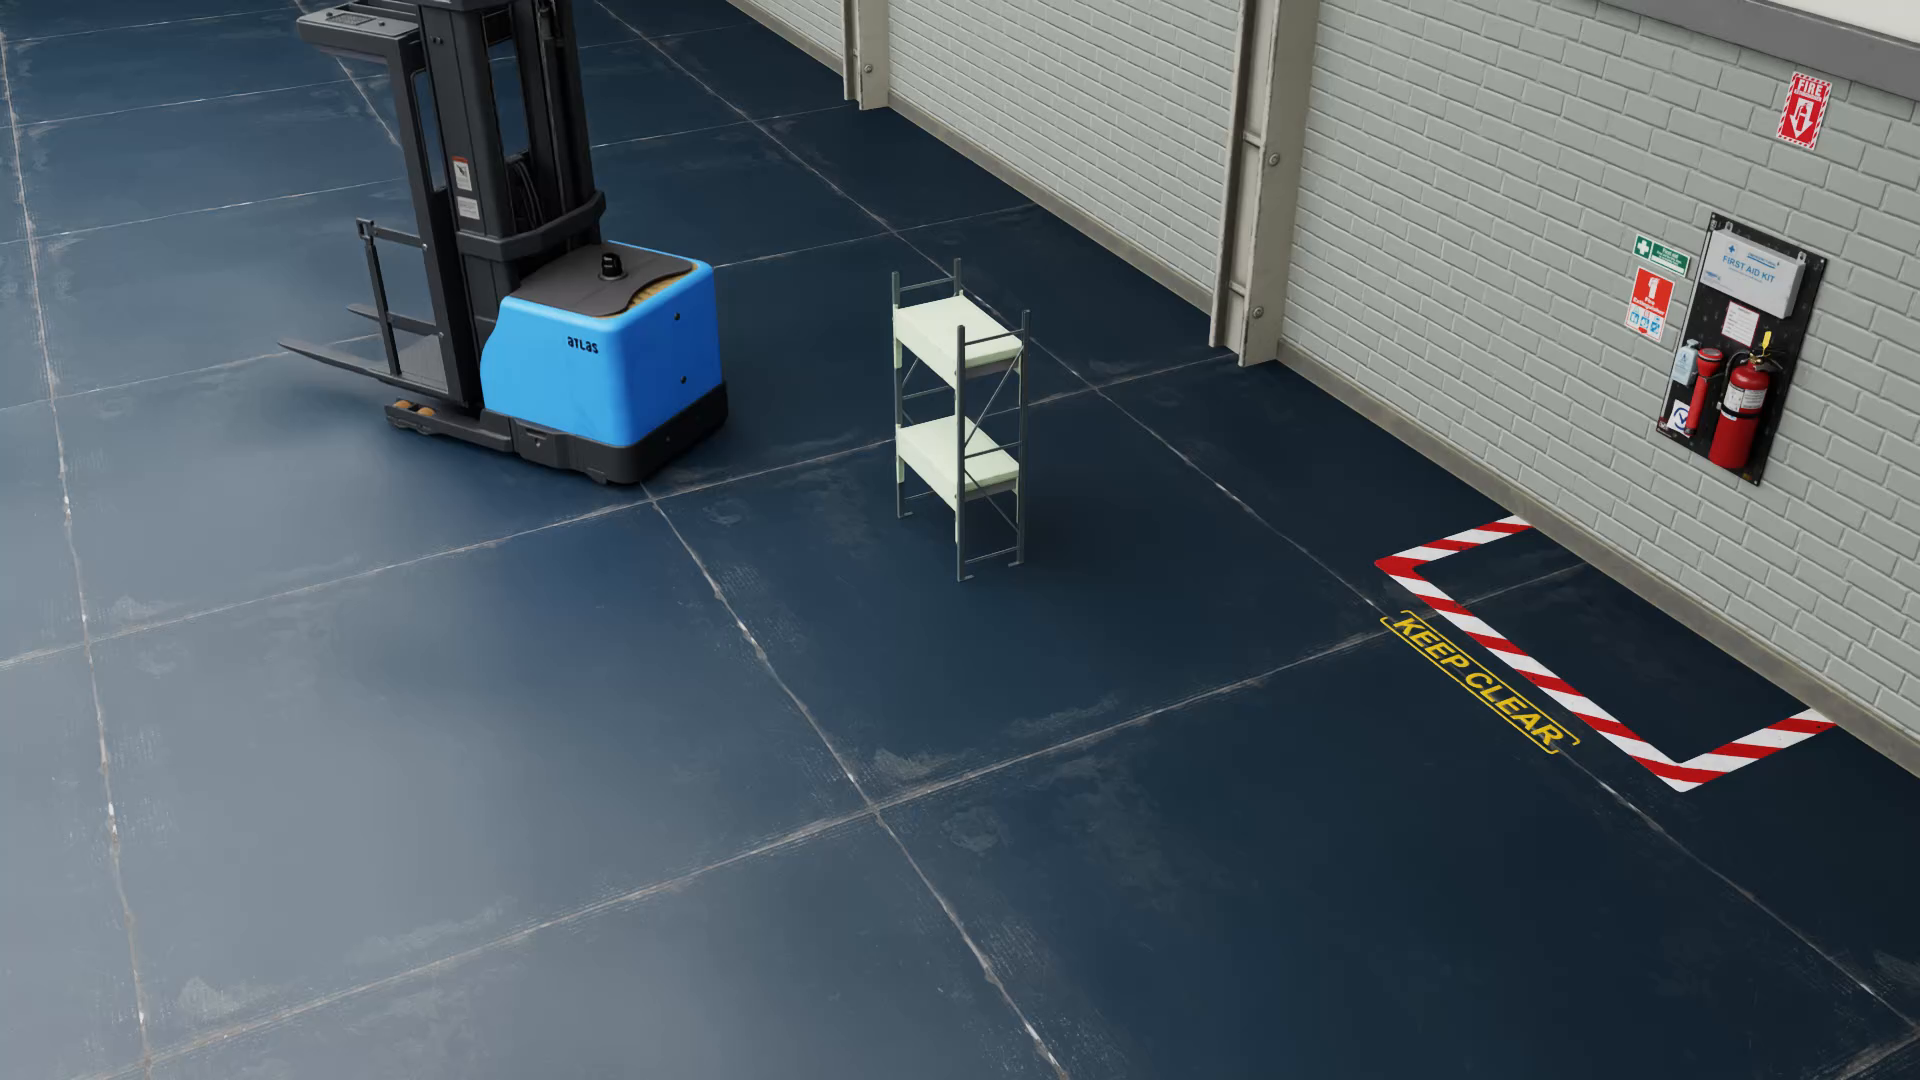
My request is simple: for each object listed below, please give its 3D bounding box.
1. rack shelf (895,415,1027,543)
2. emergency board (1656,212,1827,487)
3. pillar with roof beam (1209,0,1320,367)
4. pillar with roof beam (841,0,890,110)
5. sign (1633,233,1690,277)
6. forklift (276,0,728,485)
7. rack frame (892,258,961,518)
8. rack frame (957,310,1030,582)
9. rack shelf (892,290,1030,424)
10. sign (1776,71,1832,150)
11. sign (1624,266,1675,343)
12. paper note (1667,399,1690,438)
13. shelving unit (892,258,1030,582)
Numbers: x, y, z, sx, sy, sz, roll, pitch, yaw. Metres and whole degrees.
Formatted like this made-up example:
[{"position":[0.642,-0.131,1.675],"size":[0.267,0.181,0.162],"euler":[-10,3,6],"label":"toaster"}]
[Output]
[{"position":[-0.003,-0.360,9.045],"size":[0.431,0.370,0.720],"euler":[-16,36,-23],"label":"rack shelf"},{"position":[3.602,-0.871,7.847],"size":[0.194,1.169,0.643],"euler":[-16,36,-23],"label":"emergency board"},{"position":[-1.885,-3.989,7.152],"size":[9.100,9.000,0.400],"euler":[-16,36,-23],"label":"pillar with roof beam"},{"position":[-4.683,-6.852,11.622],"size":[9.100,9.000,0.400],"euler":[-16,36,-23],"label":"pillar with roof beam"},{"position":[3.430,-1.394,8.140],"size":[0.001,0.109,0.331],"euler":[-16,36,-23],"label":"sign"},{"position":[-2.987,-2.116,9.855],"size":[3.031,2.935,1.130],"euler":[16,36,23],"label":"forklift"},{"position":[-0.174,-0.809,9.142],"size":[0.400,1.500,0.023],"euler":[-16,36,-23],"label":"rack frame"},{"position":[0.168,-0.460,8.596],"size":[0.400,1.500,0.023],"euler":[-16,36,-23],"label":"rack frame"},{"position":[-0.003,-0.963,8.658],"size":[0.431,0.370,0.720],"euler":[-16,36,-23],"label":"rack shelf"},{"position":[3.687,-1.876,7.267],"size":[0.001,0.298,0.199],"euler":[-16,36,-23],"label":"sign"},{"position":[3.436,-1.176,8.290],"size":[0.001,0.329,0.234],"euler":[-16,36,-23],"label":"sign"},{"position":[3.581,-0.602,8.244],"size":[0.016,0.148,0.142],"euler":[-16,36,-23],"label":"paper note"},{"position":[-0.003,-0.635,8.869],"size":[0.431,1.500,0.755],"euler":[-16,36,-23],"label":"shelving unit"}]
